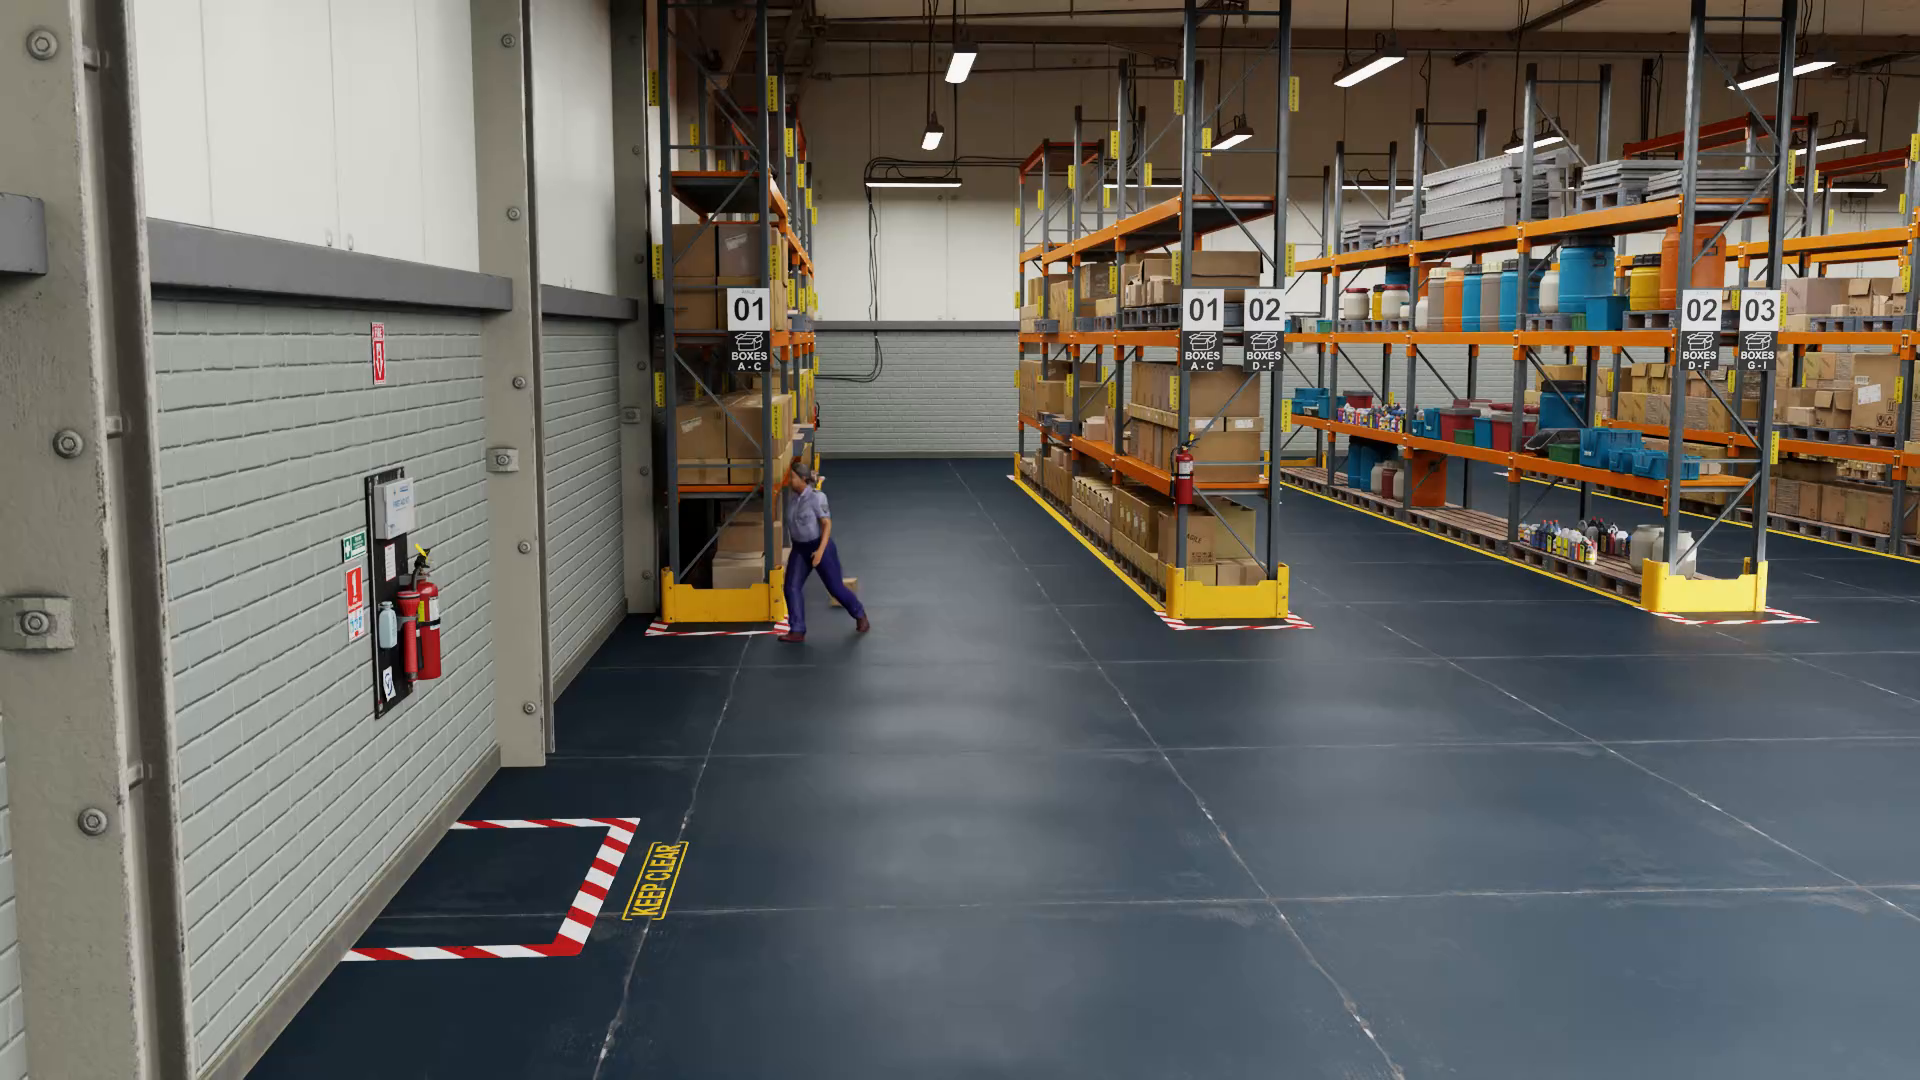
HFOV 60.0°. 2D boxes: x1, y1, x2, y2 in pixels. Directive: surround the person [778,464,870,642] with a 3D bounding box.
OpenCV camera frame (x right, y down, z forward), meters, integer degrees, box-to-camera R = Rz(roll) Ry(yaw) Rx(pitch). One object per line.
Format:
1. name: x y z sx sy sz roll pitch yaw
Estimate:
1. person: -1.273 0.111 15.032 0.567 1.588 0.951 6 9 39
